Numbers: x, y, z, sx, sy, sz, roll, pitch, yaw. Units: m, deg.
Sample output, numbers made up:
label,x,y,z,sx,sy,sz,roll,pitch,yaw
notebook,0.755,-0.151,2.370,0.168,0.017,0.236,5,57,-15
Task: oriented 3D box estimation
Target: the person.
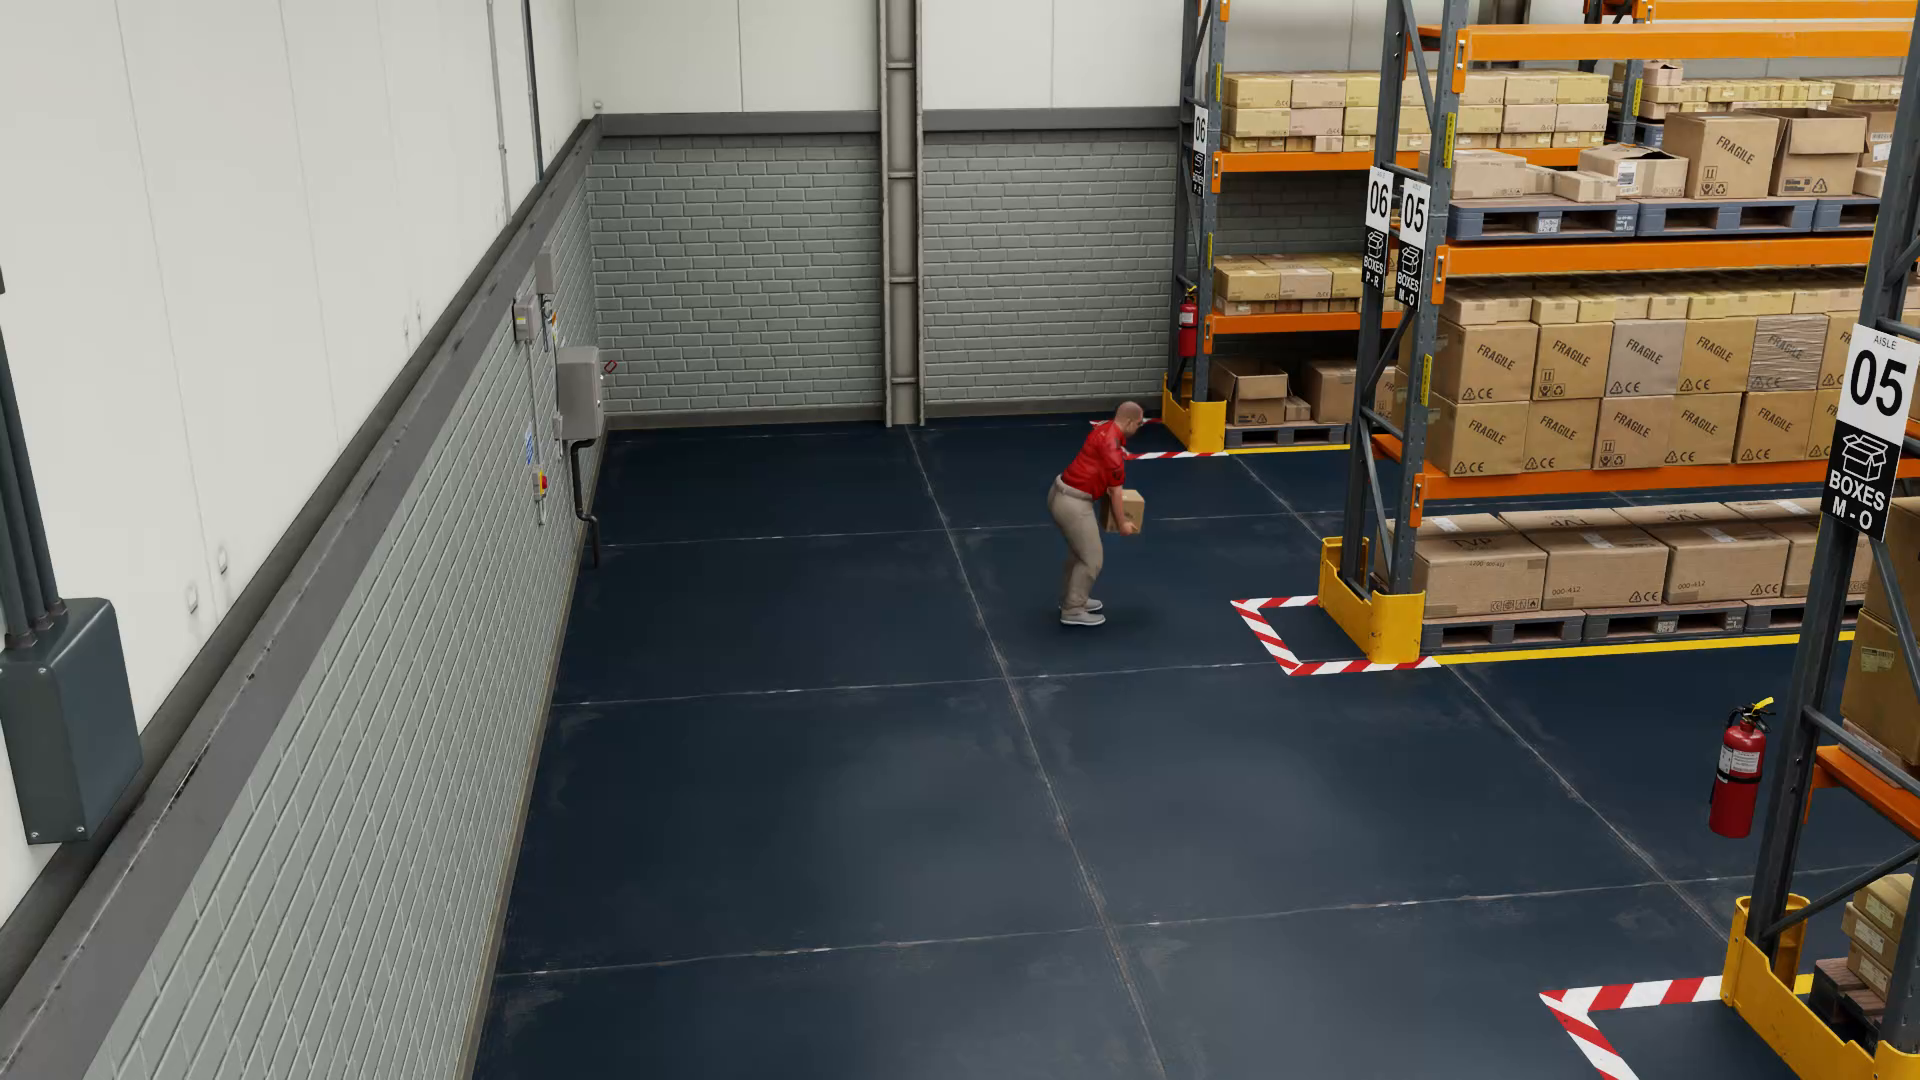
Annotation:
label,x,y,z,sx,sy,sz,roll,pitch,yaw
person,0.959,-0.201,11.862,0.675,1.595,0.487,-3,20,-9
